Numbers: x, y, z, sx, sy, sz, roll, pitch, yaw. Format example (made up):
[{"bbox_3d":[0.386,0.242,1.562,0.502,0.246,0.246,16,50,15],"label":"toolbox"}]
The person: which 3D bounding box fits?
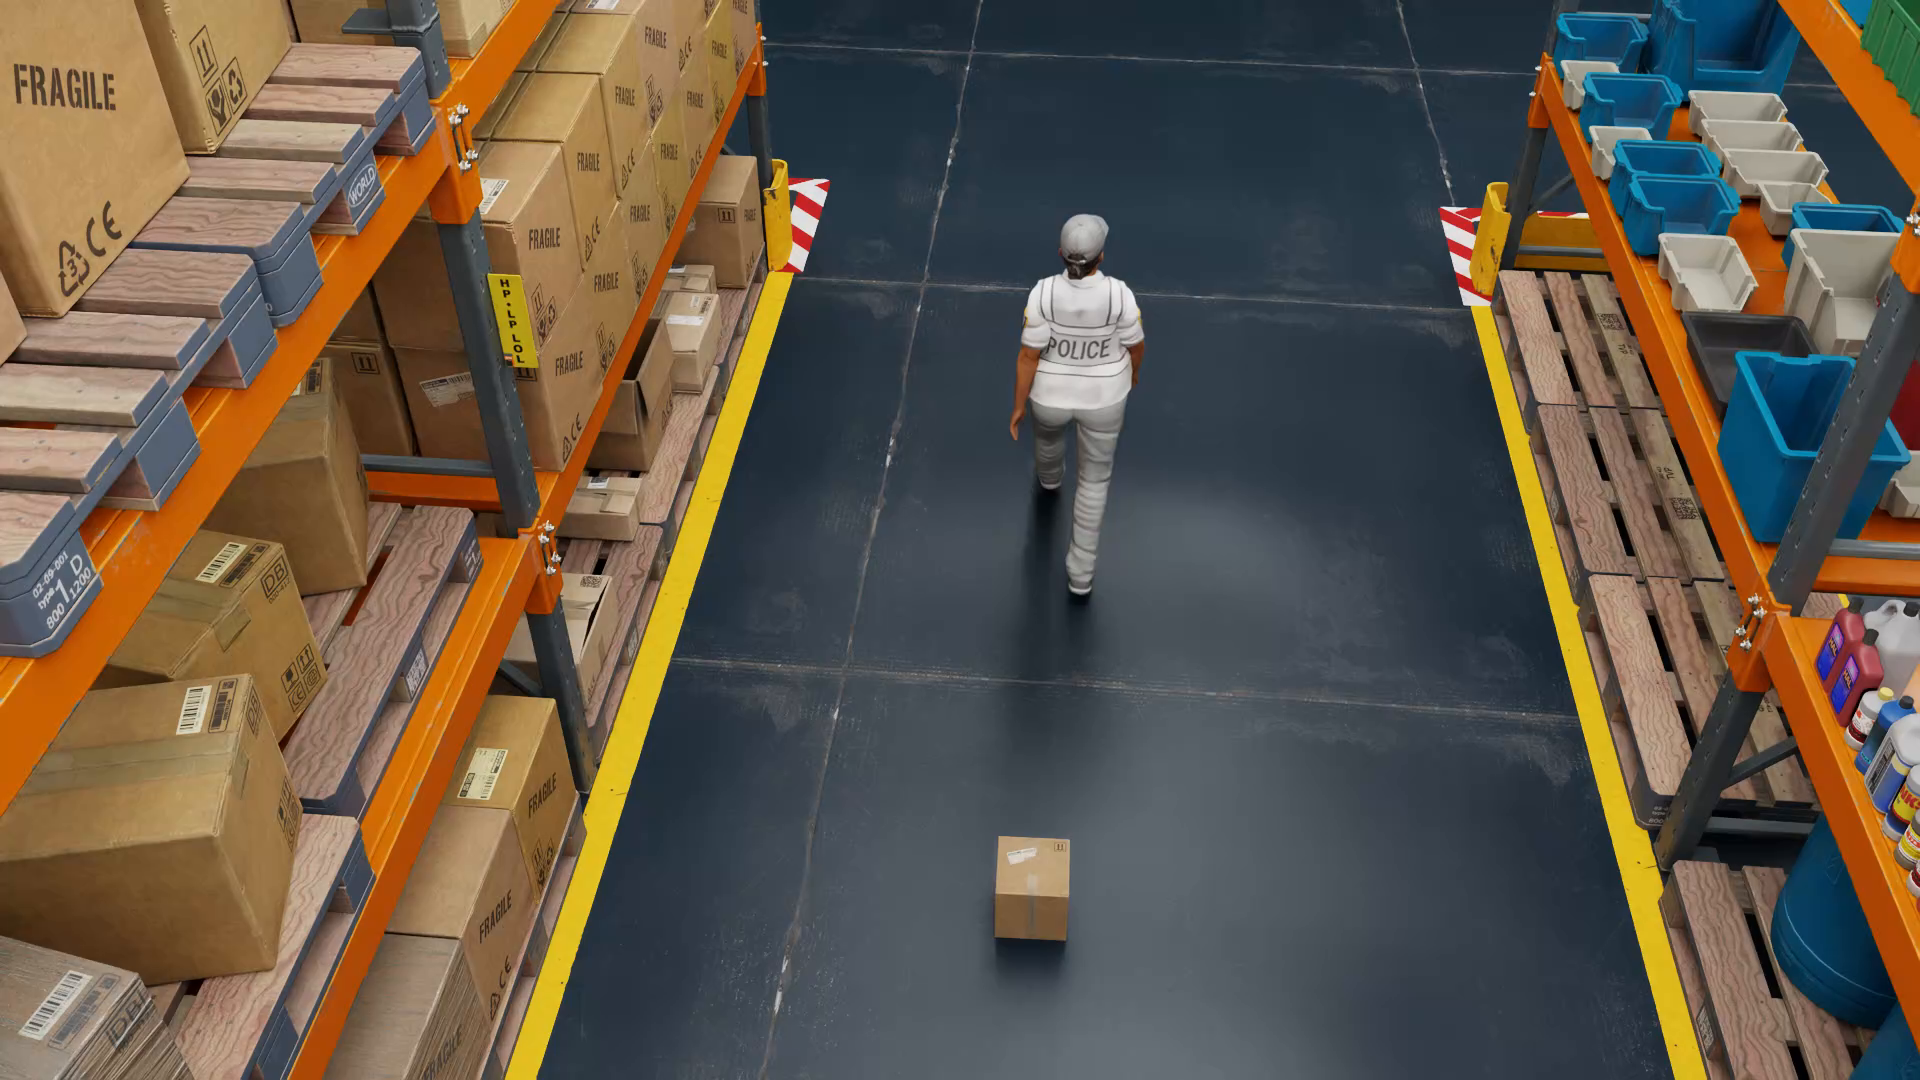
[{"bbox_3d":[0.502,-0.678,6.935,0.514,1.606,0.993,7,41,8],"label":"person"}]
